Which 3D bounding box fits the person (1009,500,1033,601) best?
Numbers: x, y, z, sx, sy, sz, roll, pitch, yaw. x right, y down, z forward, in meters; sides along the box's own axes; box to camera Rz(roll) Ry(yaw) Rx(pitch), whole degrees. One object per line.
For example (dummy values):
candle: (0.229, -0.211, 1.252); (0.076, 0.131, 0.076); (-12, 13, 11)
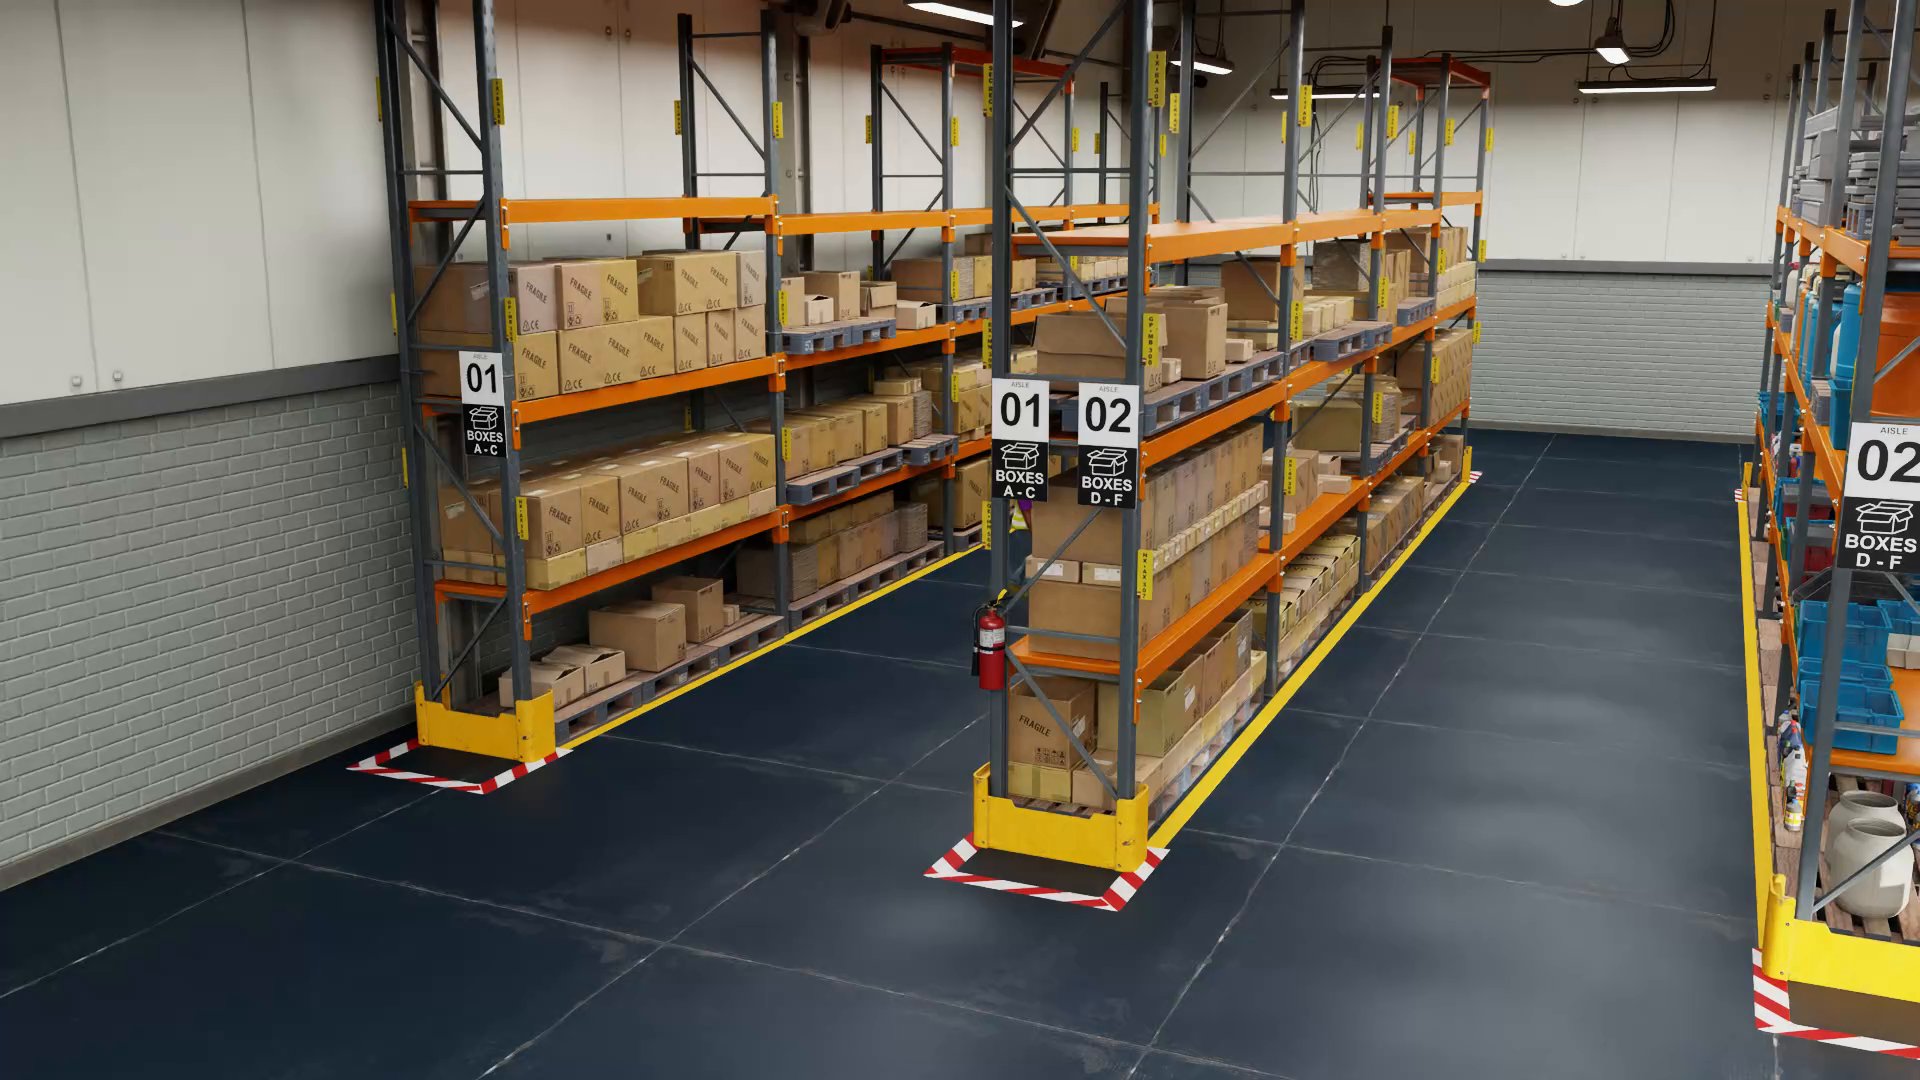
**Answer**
person: (0.742, -0.122, 17.402); (0.642, 1.773, 0.639); (4, 13, 18)
